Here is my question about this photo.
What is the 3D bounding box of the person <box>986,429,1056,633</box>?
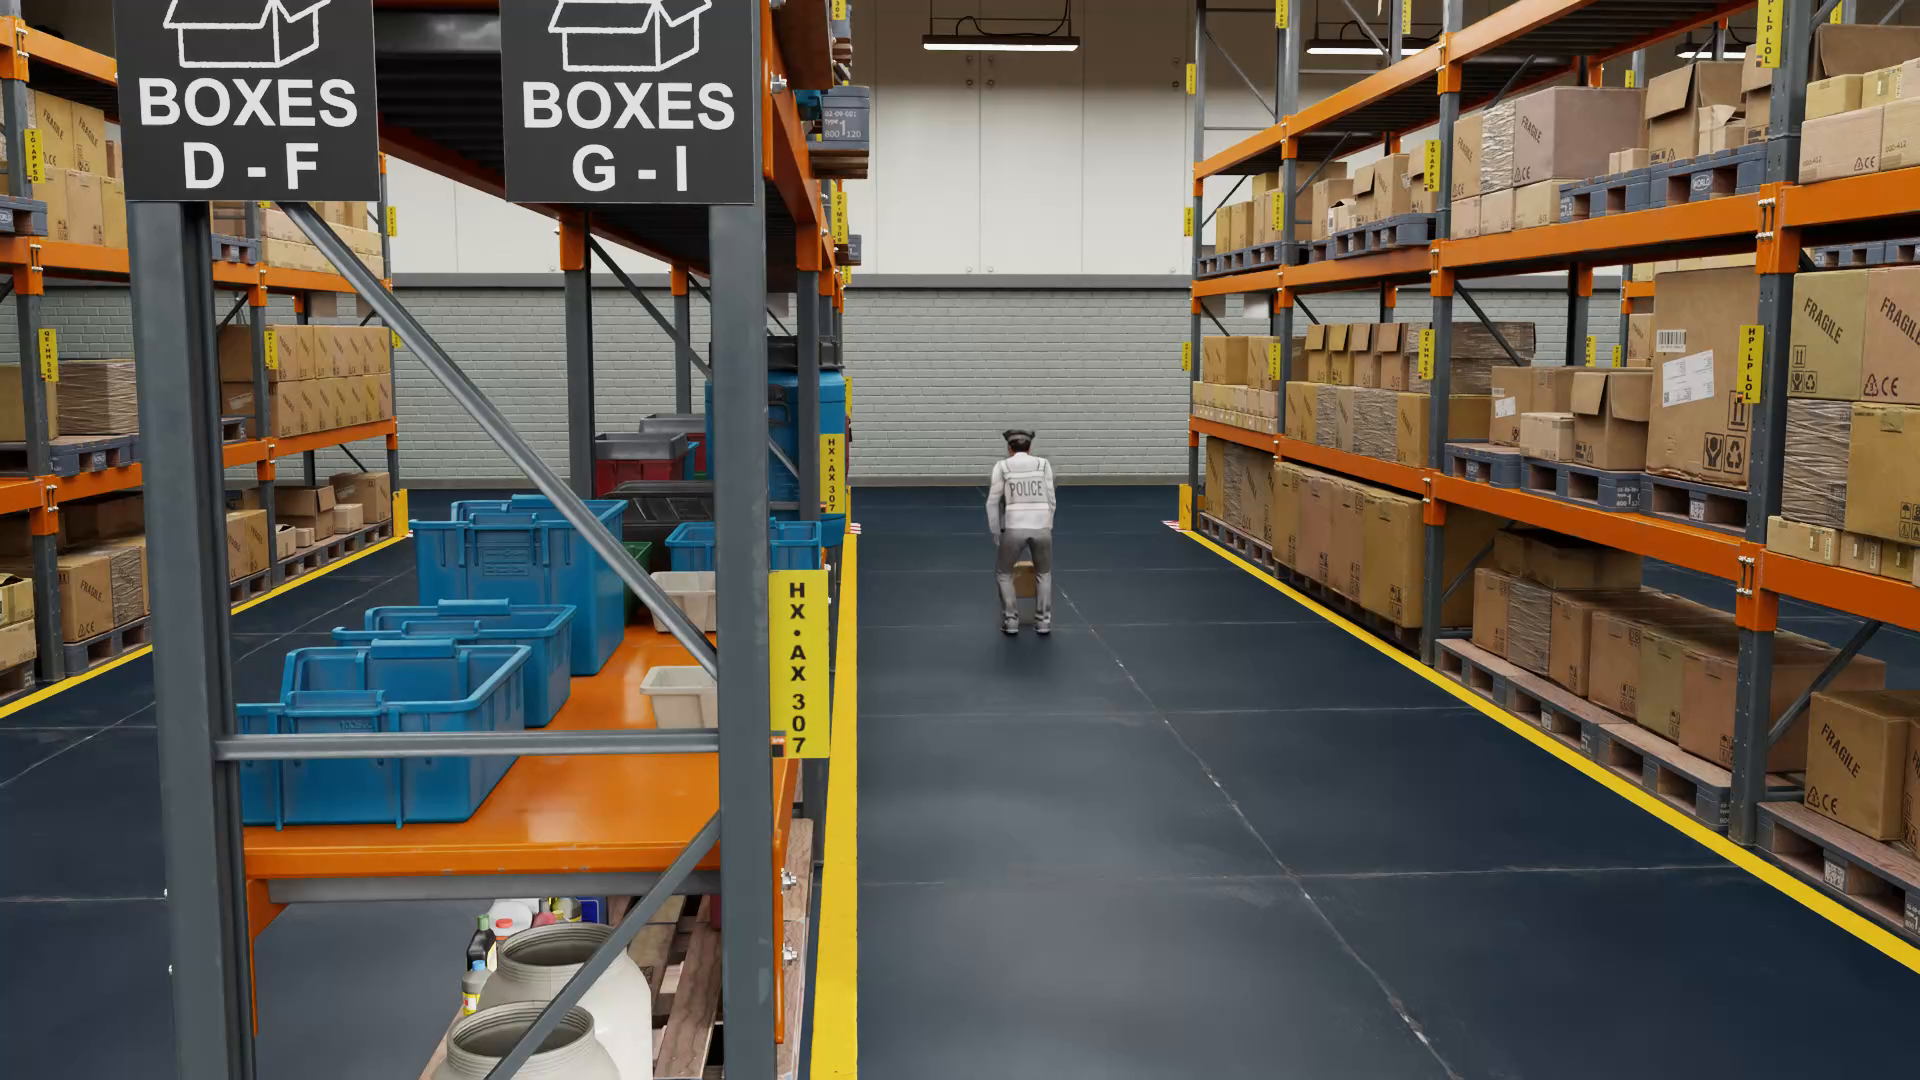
[{"bbox_3d":[0.457,-0.064,12.416,0.526,1.522,0.591,0,7,-3],"label":"person"}]
